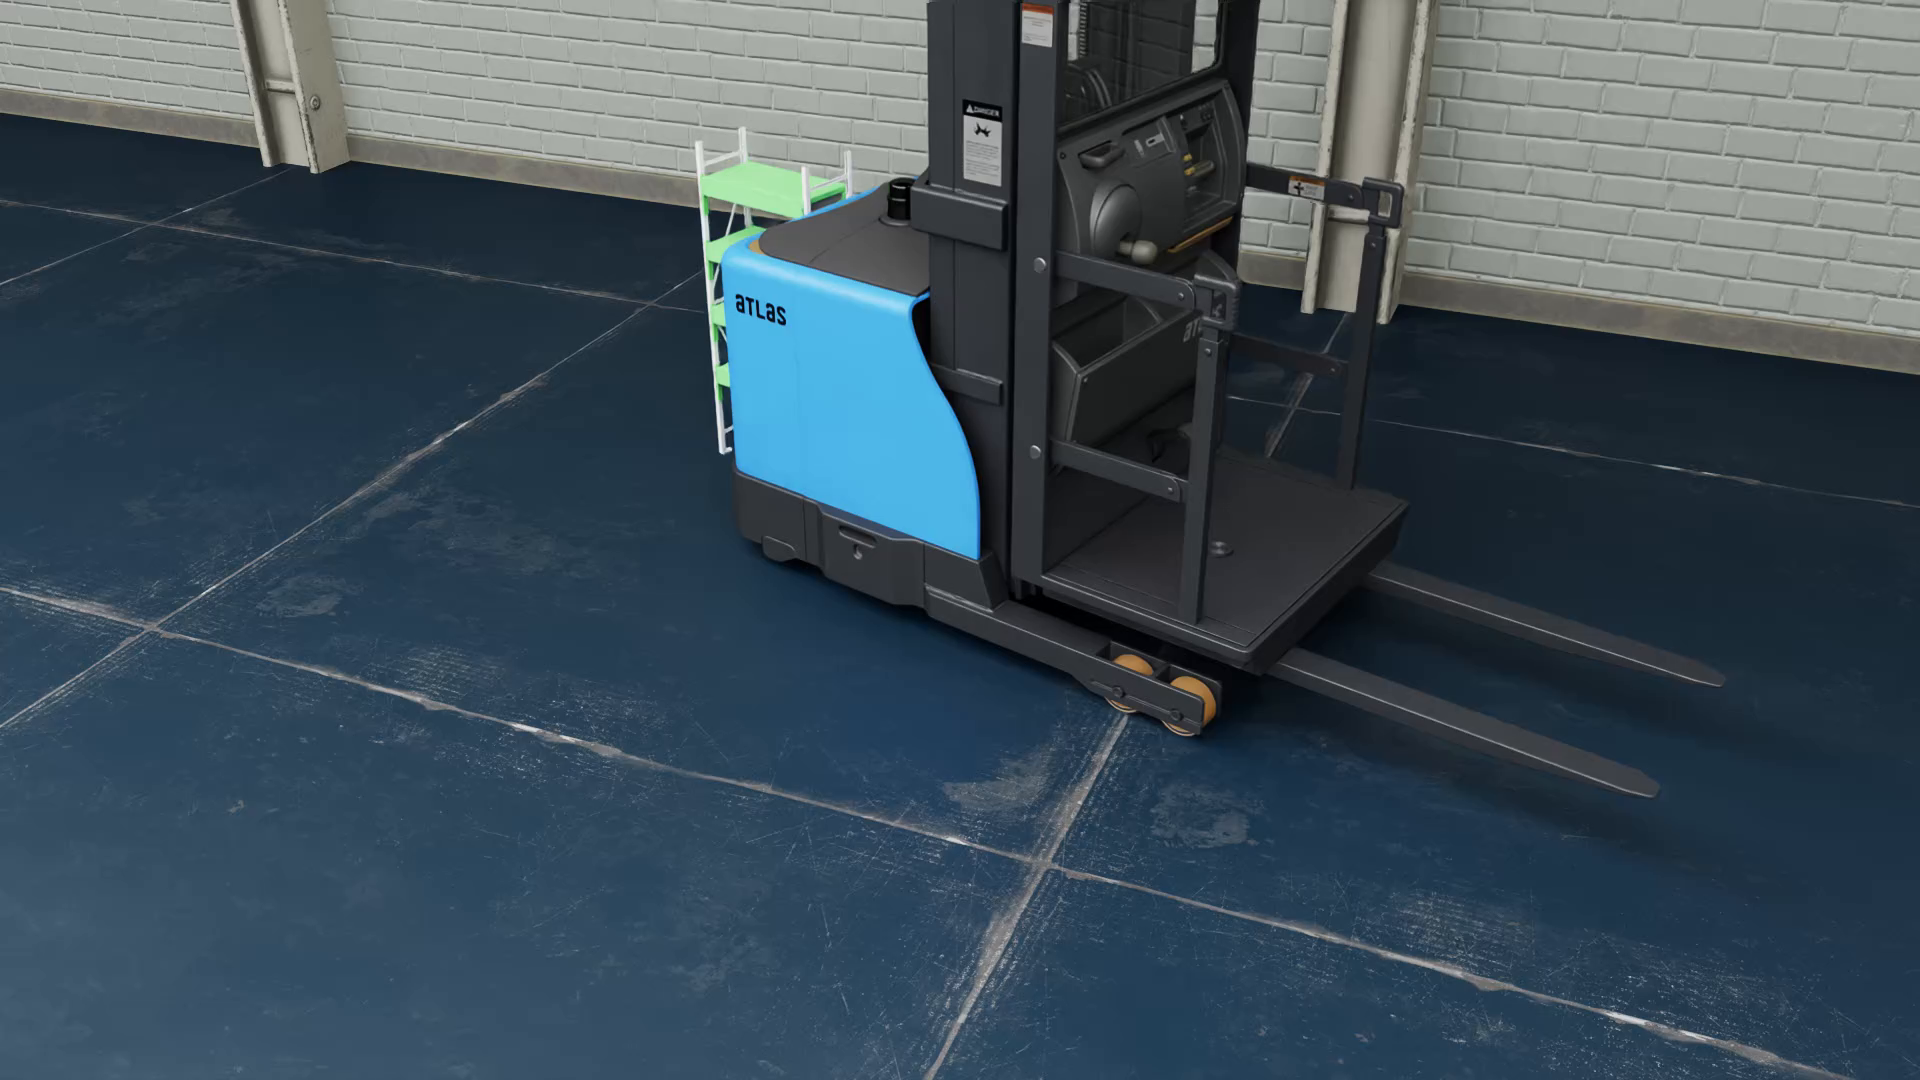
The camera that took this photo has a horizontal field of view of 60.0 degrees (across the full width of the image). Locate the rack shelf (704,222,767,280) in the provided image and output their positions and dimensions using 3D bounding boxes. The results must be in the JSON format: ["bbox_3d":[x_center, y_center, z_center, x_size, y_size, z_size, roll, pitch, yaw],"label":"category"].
[{"bbox_3d":[-0.642,-0.979,5.905,0.480,0.148,0.258,20,35,31],"label":"rack shelf"}]

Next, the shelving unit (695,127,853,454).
[{"bbox_3d":[-0.642,-0.826,5.991,0.503,1.200,0.258,20,35,31],"label":"shelving unit"}]

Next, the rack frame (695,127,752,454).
[{"bbox_3d":[-0.838,-0.897,6.118,0.015,1.200,0.240,20,35,31],"label":"rack frame"}]

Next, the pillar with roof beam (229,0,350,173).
[{"bbox_3d":[-5.384,-4.138,3.926,0.400,9.000,9.100,11,31,19],"label":"pillar with roof beam"}]

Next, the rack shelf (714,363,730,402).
[{"bbox_3d":[-0.642,-0.561,6.141,0.480,0.148,0.258,20,35,31],"label":"rack shelf"}]

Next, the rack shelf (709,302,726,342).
[{"bbox_3d":[-0.642,-0.770,6.023,0.480,0.148,0.258,20,35,31],"label":"rack shelf"}]

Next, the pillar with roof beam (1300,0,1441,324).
[{"bbox_3d":[0.176,-3.028,1.963,0.400,9.000,9.100,11,31,19],"label":"pillar with roof beam"}]

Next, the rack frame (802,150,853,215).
[{"bbox_3d":[-0.446,-0.754,5.865,0.015,1.200,0.240,20,35,31],"label":"rack frame"}]

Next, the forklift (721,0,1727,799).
[{"bbox_3d":[0.720,-1.013,4.563,3.031,2.935,1.130,20,35,31],"label":"forklift"}]

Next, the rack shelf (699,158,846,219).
[{"bbox_3d":[-0.642,-1.188,5.787,0.480,0.148,0.258,20,35,31],"label":"rack shelf"}]
